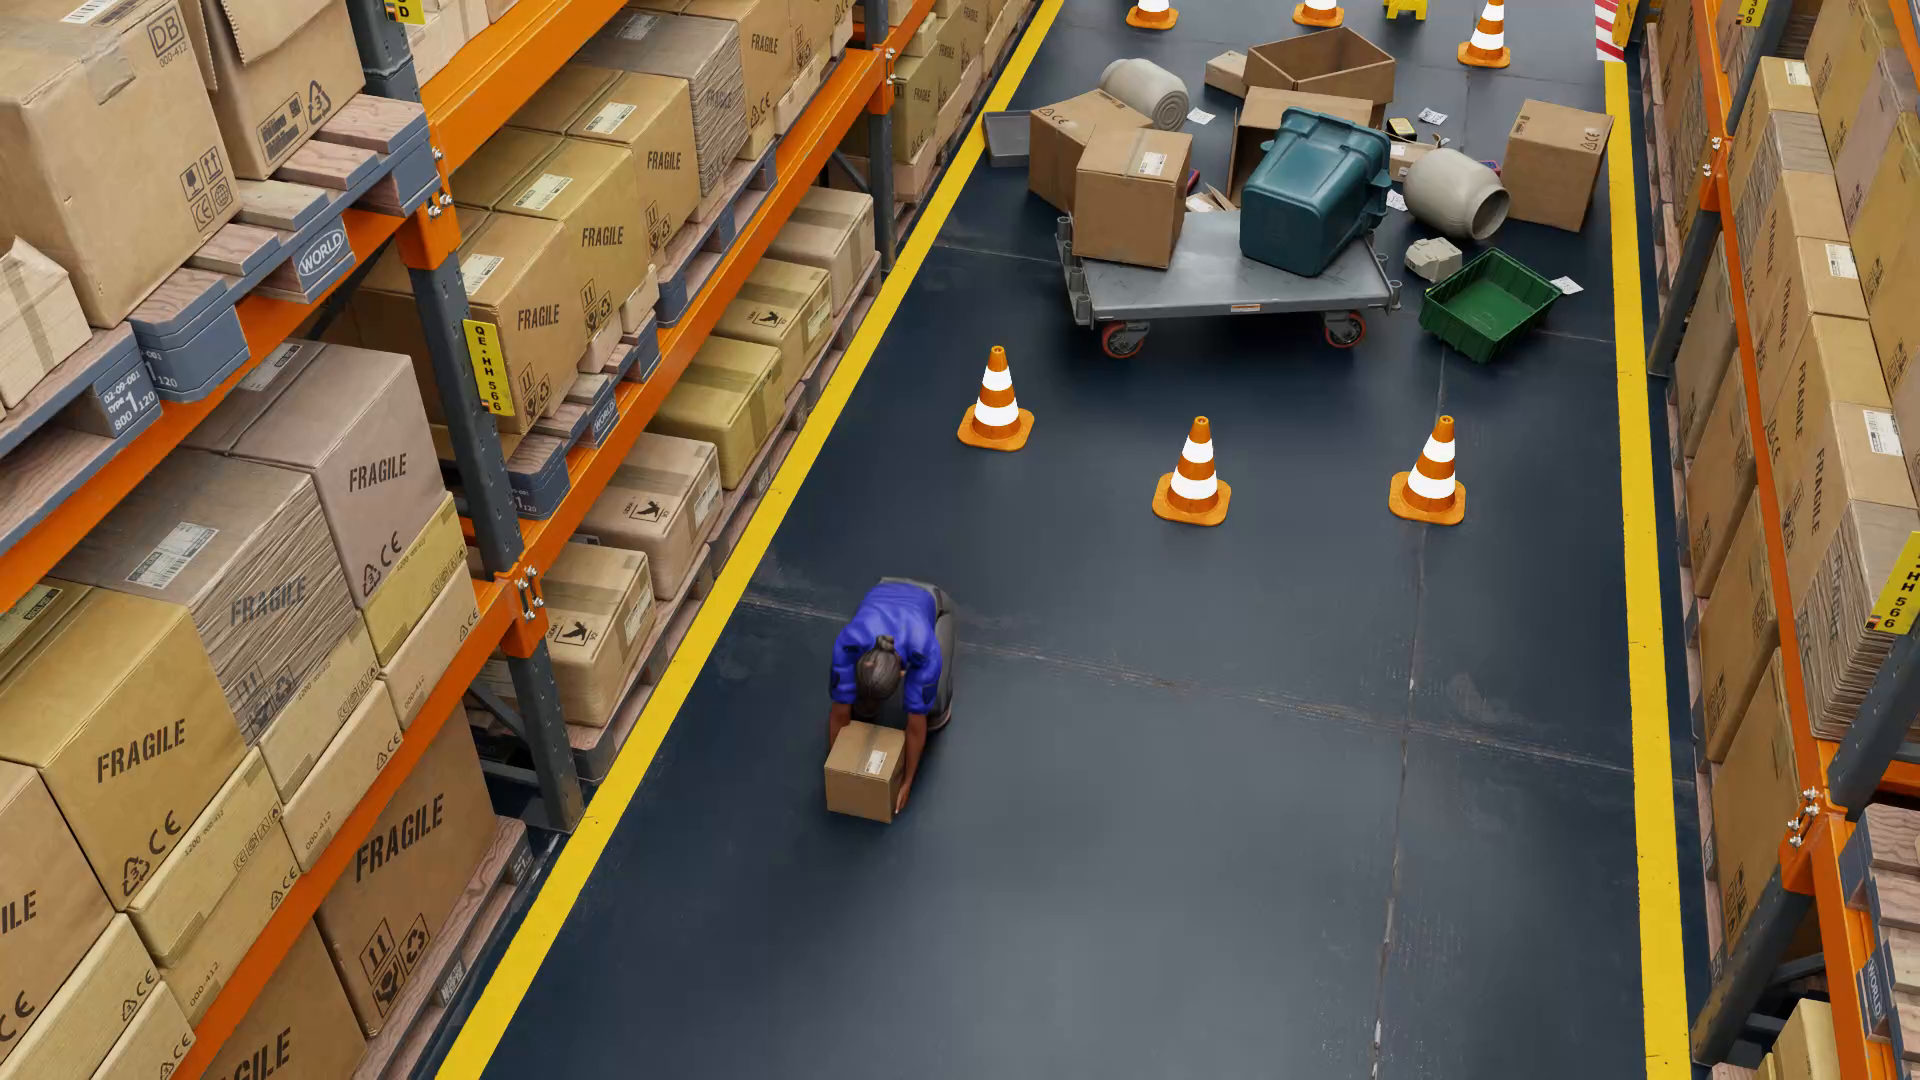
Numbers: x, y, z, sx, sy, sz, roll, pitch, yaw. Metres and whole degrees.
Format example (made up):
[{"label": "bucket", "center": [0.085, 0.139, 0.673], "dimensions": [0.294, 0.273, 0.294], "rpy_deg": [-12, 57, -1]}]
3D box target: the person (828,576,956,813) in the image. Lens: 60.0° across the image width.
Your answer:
[{"label": "person", "center": [-0.256, 0.500, 6.341], "dimensions": [0.472, 0.807, 0.844], "rpy_deg": [9, 42, 11]}]
